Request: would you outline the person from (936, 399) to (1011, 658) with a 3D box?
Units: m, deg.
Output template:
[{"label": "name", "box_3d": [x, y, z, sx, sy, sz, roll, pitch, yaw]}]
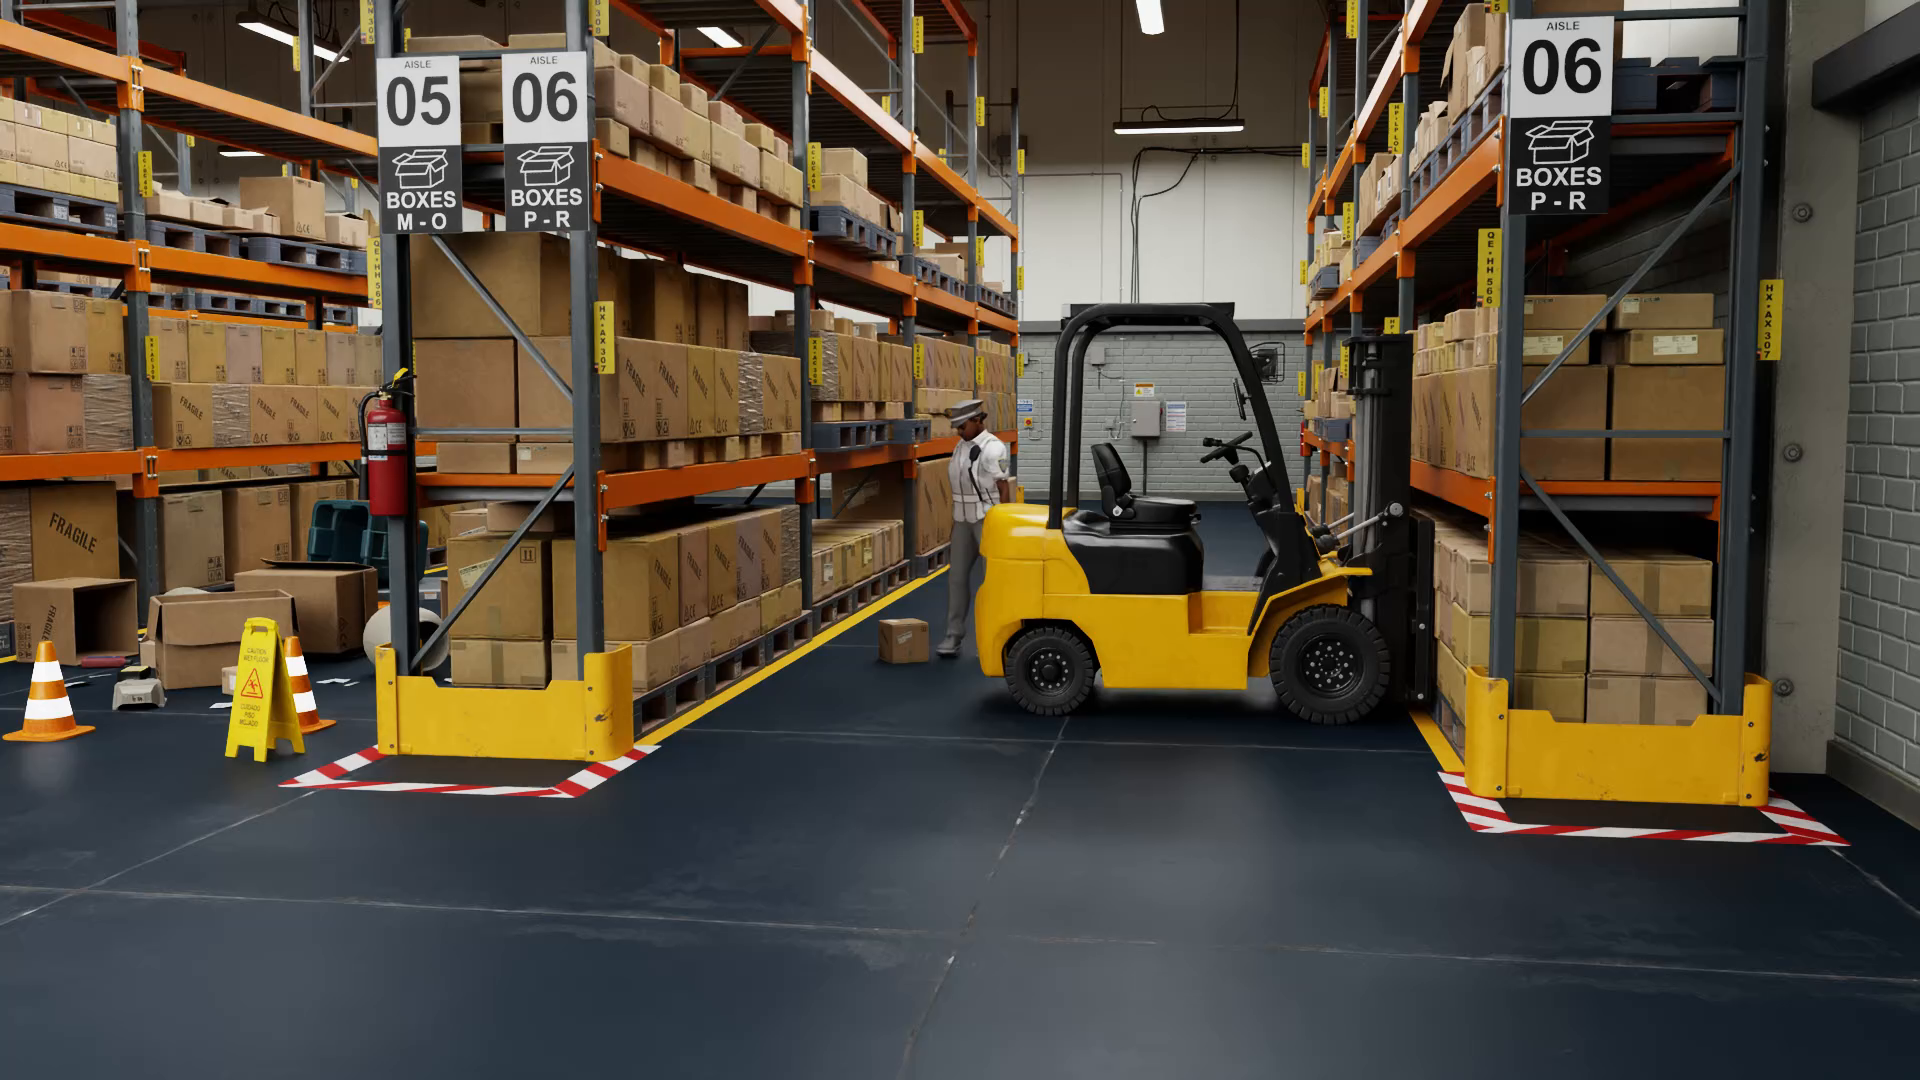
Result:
[{"label": "person", "box_3d": [0.085, -0.080, 10.761, 0.423, 1.653, 0.505, -4, 6, -41]}]
